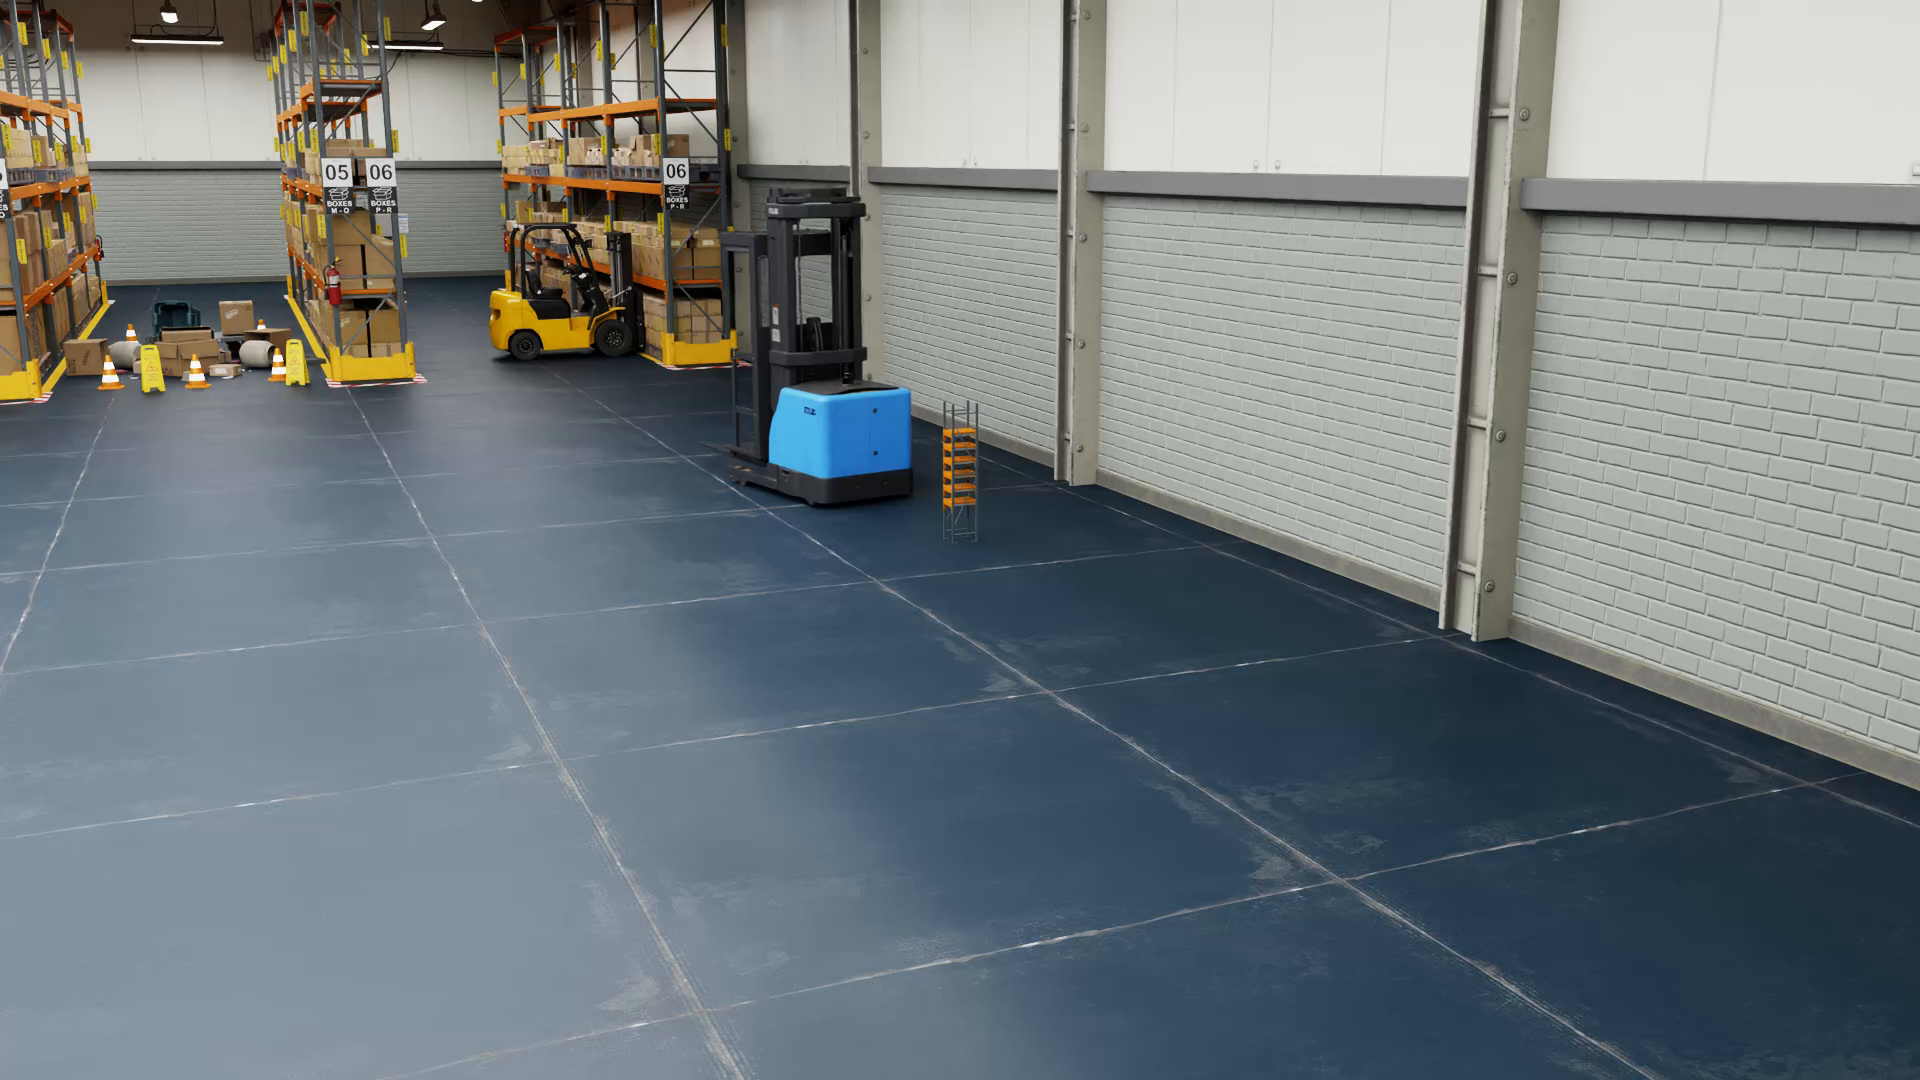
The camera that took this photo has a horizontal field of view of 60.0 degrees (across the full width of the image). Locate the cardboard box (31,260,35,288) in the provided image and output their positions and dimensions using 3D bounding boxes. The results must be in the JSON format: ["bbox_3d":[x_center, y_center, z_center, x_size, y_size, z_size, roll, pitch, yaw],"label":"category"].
[{"bbox_3d":[-14.002,-3.887,24.178,0.875,0.550,0.500,-6,14,-23],"label":"cardboard box"}]

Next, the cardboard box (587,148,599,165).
[{"bbox_3d":[-6.593,-7.098,30.776,0.500,0.311,0.500,-6,14,-25],"label":"cardboard box"}]

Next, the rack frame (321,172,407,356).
[{"bbox_3d":[-8.717,-3.865,24.415,1.000,3.000,0.127,-6,14,-23],"label":"rack frame"}]

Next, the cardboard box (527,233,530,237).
[{"bbox_3d":[-9.619,-7.050,37.852,0.500,0.250,0.500,-6,14,-23],"label":"cardboard box"}]

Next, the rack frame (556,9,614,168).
[{"bbox_3d":[-7.375,-8.889,32.821,1.000,3.000,0.127,-6,14,-23],"label":"rack frame"}]

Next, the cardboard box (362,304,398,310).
[{"bbox_3d":[-9.010,-3.399,25.908,0.500,0.500,0.500,-6,14,-25],"label":"cardboard box"}]

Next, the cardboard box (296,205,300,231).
[{"bbox_3d":[-12.581,-6.242,32.247,0.500,0.500,0.500,-5,14,-22],"label":"cardboard box"}]

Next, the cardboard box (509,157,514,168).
[{"bbox_3d":[-10.236,-8.826,38.874,0.500,0.250,0.500,-6,14,-25],"label":"cardboard box"}]

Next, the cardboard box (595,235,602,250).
[{"bbox_3d":[-6.416,-5.495,30.682,0.500,0.250,0.500,-6,14,-24],"label":"cardboard box"}]

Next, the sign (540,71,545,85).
[{"bbox_3d":[-10.063,-11.120,40.037,0.100,0.325,0.005,-6,14,-23],"label":"sign"}]

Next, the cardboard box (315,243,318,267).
[{"bbox_3d":[-10.176,-4.667,27.001,0.500,0.500,0.500,-6,14,-23],"label":"cardboard box"}]

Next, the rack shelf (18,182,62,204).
[{"bbox_3d":[-15.615,-5.747,27.492,1.077,0.370,4.000,-6,14,-23],"label":"rack shelf"}]

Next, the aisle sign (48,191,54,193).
[{"bbox_3d":[-19.925,-7.957,36.331,0.394,0.787,0.004,-6,14,-23],"label":"aisle sign"}]

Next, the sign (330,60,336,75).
[{"bbox_3d":[-13.031,-9.812,34.559,0.100,0.325,0.005,-6,14,-23],"label":"sign"}]

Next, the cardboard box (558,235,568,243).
[{"bbox_3d":[-7.989,-6.150,33.915,0.380,0.149,0.250,-5,14,-22],"label":"cardboard box"}]

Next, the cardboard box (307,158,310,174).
[{"bbox_3d":[-10.178,-6.003,26.675,0.500,0.250,0.500,-6,14,-23],"label":"cardboard box"}]

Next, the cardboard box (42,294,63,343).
[{"bbox_3d":[-15.528,-3.651,27.552,1.050,0.750,0.750,-6,14,-23],"label":"cardboard box"}]

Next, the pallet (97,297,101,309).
[{"bbox_3d":[-19.297,-5.157,36.184,1.003,0.211,1.213,-6,14,-23],"label":"pallet"}]

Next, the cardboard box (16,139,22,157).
[{"bbox_3d":[-13.777,-5.619,23.862,0.500,0.250,0.500,-6,14,-23],"label":"cardboard box"}]

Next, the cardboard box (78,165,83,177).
[{"bbox_3d":[-18.362,-7.596,34.216,0.500,0.250,0.500,-5,14,-21],"label":"cardboard box"}]

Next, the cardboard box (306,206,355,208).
[{"bbox_3d":[-9.980,-5.048,26.428,0.700,0.500,0.500,-6,14,-24],"label":"cardboard box"}]

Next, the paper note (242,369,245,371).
[{"bbox_3d":[-11.122,-2.617,25.635,0.148,0.019,0.142,-1,13,-4],"label":"paper note"}]

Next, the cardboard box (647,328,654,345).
[{"bbox_3d":[-4.838,-3.351,27.362,0.500,0.250,0.500,-6,14,-23],"label":"cardboard box"}]

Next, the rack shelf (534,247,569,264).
[{"bbox_3d":[-8.176,-6.029,35.364,1.077,0.370,4.000,-6,14,-23],"label":"rack shelf"}]

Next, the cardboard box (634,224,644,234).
[{"bbox_3d":[-5.328,-5.298,28.289,0.380,0.149,0.250,-6,14,-23],"label":"cardboard box"}]

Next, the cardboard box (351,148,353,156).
[{"bbox_3d":[-9.050,-5.893,25.315,0.380,0.149,0.250,-6,14,-23],"label":"cardboard box"}]

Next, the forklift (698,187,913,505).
[{"bbox_3d":[-1.701,-2.034,16.657,1.130,2.935,3.031,-9,16,-34],"label":"forklift"}]

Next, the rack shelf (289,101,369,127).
[{"bbox_3d":[-11.120,-7.482,29.221,1.077,0.370,4.000,-6,14,-23],"label":"rack shelf"}]

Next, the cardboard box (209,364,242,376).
[{"bbox_3d":[-11.092,-2.564,25.118,0.380,0.149,0.250,1,13,6],"label":"cardboard box"}]

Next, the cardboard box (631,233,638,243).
[{"bbox_3d":[-5.399,-5.148,28.301,0.380,0.149,0.250,-6,14,-25],"label":"cardboard box"}]

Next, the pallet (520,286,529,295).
[{"bbox_3d":[-9.744,-5.829,39.086,1.003,0.211,1.213,-6,14,-23],"label":"pallet"}]

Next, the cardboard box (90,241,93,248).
[{"bbox_3d":[-18.928,-6.382,35.850,0.380,0.149,0.250,-5,14,-21],"label":"cardboard box"}]

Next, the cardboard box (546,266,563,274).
[{"bbox_3d":[-8.895,-5.947,36.588,0.380,0.149,0.250,-6,14,-25],"label":"cardboard box"}]

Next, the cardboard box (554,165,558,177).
[{"bbox_3d":[-8.005,-7.543,33.988,0.500,0.250,0.500,-6,14,-23],"label":"cardboard box"}]

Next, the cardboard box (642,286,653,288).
[{"bbox_3d":[-5.398,-4.408,29.713,0.500,0.250,0.500,-5,14,-22],"label":"cardboard box"}]

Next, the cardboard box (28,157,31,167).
[{"bbox_3d":[-14.169,-5.664,24.940,0.380,0.149,0.250,-5,14,-22],"label":"cardboard box"}]

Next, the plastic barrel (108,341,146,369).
[{"bbox_3d":[-12.954,-2.872,25.841,0.512,0.421,0.421,4,14,16],"label":"plastic barrel"}]

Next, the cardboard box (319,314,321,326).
[{"bbox_3d":[-10.531,-3.724,28.702,0.950,0.372,0.625,-5,14,-22],"label":"cardboard box"}]

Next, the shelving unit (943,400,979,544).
[{"bbox_3d":[0.006,-0.582,14.222,0.258,1.200,0.189,-6,14,-23],"label":"shelving unit"}]

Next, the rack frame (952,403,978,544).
[{"bbox_3d":[0.042,-0.563,14.140,0.240,1.200,0.006,-6,14,-23],"label":"rack frame"}]

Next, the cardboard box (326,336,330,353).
[{"bbox_3d":[-9.702,-3.088,26.225,0.500,0.250,0.500,-6,14,-25],"label":"cardboard box"}]

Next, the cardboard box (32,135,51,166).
[{"bbox_3d":[-15.463,-6.479,27.684,0.500,0.500,0.500,-6,14,-23],"label":"cardboard box"}]

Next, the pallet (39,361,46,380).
[{"bbox_3d":[-14.088,-2.448,24.478,1.003,0.211,1.213,-6,14,-23],"label":"pallet"}]

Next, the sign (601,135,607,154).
[{"bbox_3d":[-6.266,-6.956,29.274,0.100,0.325,0.005,-6,14,-23],"label":"sign"}]

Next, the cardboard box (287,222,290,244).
[{"bbox_3d":[-14.781,-6.885,37.245,0.500,0.500,0.500,-6,14,-23],"label":"cardboard box"}]

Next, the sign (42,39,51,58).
[{"bbox_3d":[-15.909,-8.555,28.955,0.100,0.325,0.005,-6,14,-23],"label":"sign"}]

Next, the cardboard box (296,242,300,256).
[{"bbox_3d":[-12.998,-5.838,33.274,0.500,0.250,0.500,-6,14,-24],"label":"cardboard box"}]

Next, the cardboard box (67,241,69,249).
[{"bbox_3d":[-16.943,-5.516,31.177,0.380,0.149,0.250,-5,14,-22],"label":"cardboard box"}]

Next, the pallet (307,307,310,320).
[{"bbox_3d":[-12.653,-4.580,33.692,1.003,0.211,1.213,-6,14,-23],"label":"pallet"}]

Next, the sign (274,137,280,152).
[{"bbox_3d":[-15.637,-9.047,38.041,0.100,0.325,0.005,-6,14,-23],"label":"sign"}]

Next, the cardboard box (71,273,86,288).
[{"bbox_3d":[-17.488,-5.097,32.689,0.500,0.250,0.500,-6,14,-24],"label":"cardboard box"}]

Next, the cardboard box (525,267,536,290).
[{"bbox_3d":[-9.698,-6.077,38.585,0.700,0.500,0.500,-6,14,-25],"label":"cardboard box"}]
